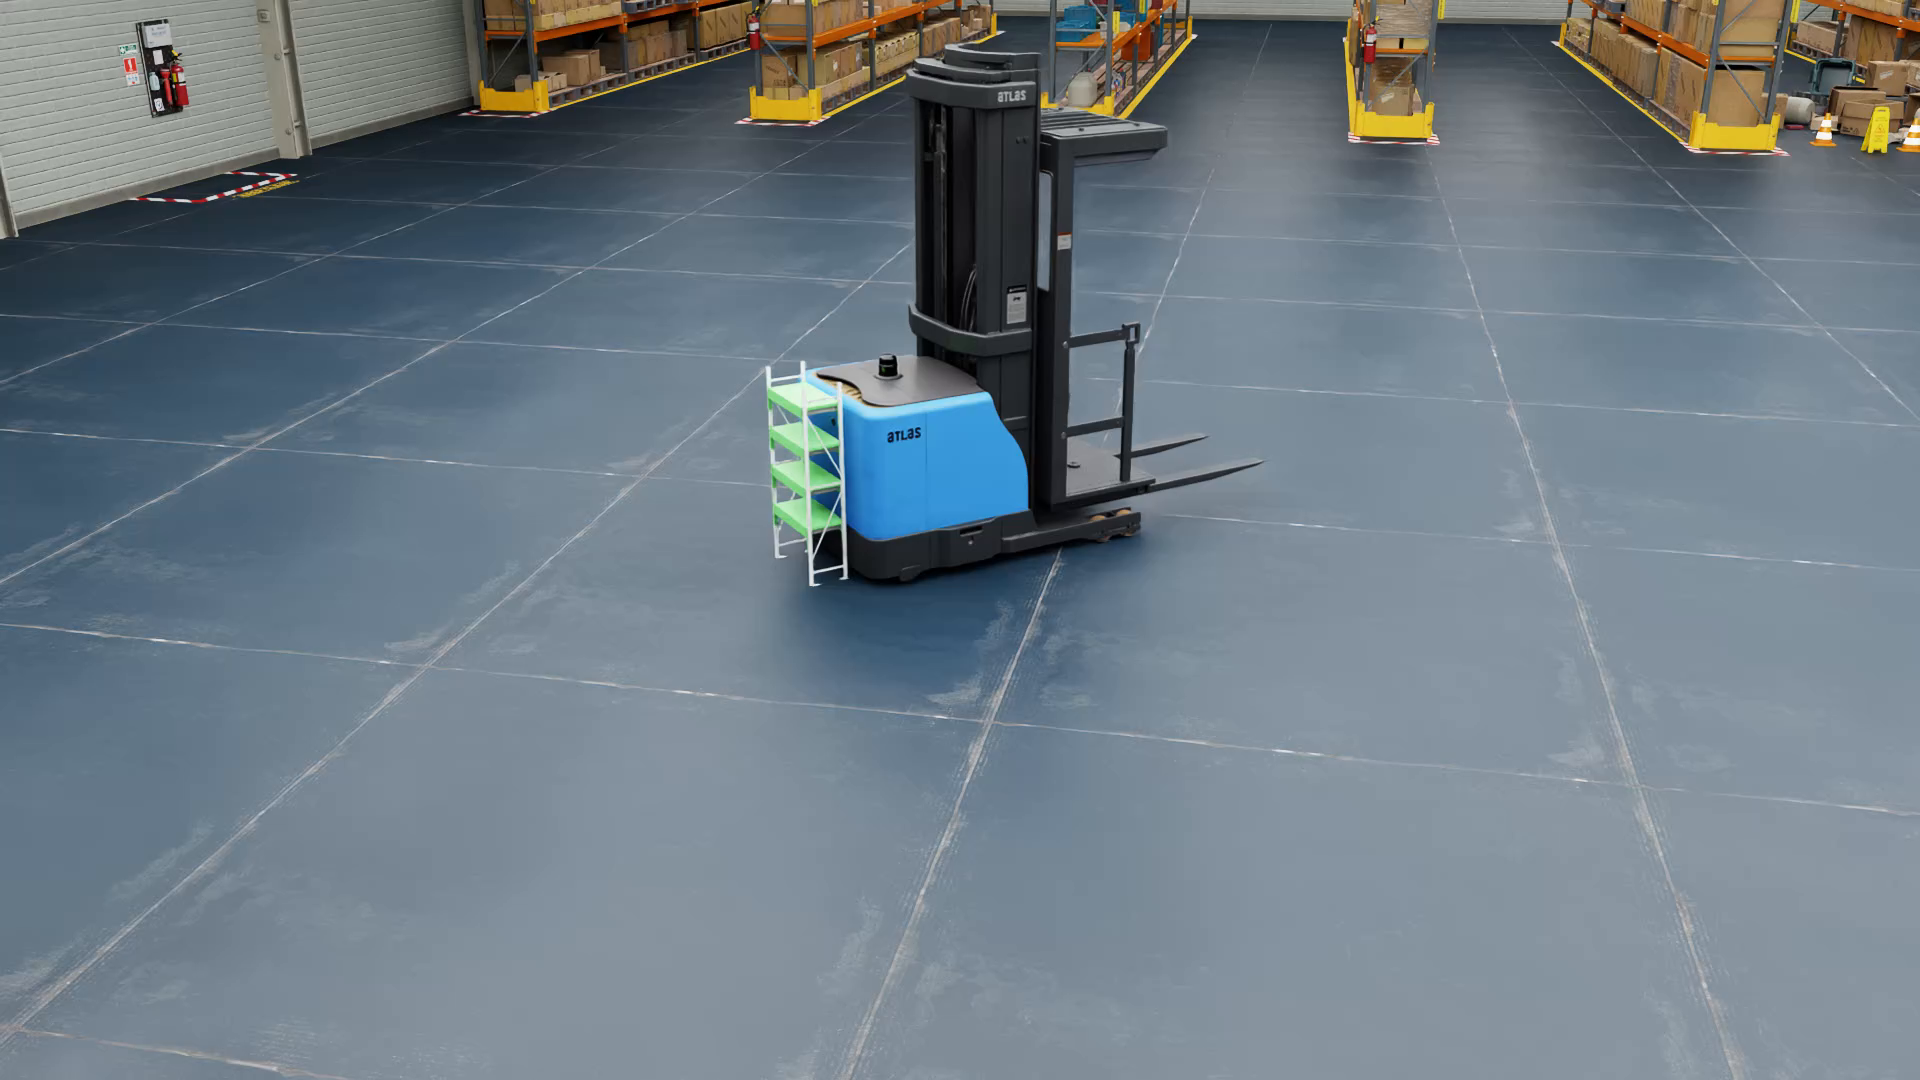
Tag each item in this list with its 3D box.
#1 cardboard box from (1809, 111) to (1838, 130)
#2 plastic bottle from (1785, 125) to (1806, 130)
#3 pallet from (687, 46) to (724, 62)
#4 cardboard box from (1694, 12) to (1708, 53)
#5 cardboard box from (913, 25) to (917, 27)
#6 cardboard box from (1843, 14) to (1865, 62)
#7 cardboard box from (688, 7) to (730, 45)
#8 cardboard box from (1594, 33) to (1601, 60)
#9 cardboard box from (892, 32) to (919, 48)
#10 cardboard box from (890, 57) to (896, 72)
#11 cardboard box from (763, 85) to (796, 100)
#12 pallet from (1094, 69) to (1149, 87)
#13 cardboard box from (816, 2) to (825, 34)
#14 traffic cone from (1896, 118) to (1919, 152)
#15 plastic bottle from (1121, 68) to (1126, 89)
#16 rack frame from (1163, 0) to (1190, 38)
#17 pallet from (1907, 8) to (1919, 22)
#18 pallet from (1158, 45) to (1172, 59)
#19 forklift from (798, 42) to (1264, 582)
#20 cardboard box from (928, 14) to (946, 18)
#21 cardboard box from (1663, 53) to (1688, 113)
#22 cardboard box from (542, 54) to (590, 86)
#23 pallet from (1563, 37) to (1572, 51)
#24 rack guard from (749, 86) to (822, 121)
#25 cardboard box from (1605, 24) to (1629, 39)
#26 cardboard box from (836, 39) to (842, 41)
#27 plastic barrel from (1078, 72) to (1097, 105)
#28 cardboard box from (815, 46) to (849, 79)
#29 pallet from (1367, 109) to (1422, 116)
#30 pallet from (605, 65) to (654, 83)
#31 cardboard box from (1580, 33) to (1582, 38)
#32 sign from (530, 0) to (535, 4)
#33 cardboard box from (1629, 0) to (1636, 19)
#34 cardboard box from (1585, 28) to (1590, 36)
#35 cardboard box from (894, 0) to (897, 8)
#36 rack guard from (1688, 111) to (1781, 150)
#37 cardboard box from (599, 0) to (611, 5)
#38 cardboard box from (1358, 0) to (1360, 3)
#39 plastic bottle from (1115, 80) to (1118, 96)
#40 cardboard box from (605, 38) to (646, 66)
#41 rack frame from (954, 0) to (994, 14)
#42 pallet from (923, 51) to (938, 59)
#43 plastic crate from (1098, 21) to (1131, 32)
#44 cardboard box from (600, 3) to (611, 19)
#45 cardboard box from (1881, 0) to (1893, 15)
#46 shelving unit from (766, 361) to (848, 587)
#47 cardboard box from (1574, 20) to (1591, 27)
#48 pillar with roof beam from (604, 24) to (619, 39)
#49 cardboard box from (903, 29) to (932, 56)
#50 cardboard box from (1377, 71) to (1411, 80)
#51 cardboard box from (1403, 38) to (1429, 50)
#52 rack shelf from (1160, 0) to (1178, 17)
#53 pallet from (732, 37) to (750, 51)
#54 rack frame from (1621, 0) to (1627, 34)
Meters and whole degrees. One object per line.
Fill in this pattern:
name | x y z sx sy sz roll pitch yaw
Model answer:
cardboard box | 13.885 -6.741 26.736 0.396 0.266 0.258 8 23 20
plastic bottle | 13.458 -6.648 26.779 0.283 0.061 0.133 -3 22 -8
pallet | -5.899 -10.778 36.833 1.003 0.211 1.213 4 22 11
cardboard box | 11.738 -7.727 25.324 0.875 0.550 0.550 4 22 11
cardboard box | -1.217 -11.007 36.425 0.500 0.500 0.500 4 22 9
cardboard box | 18.883 -10.340 34.295 0.875 0.875 0.875 5 23 13
cardboard box | -5.670 -11.566 37.371 0.750 0.750 0.750 4 22 11
cardboard box | 13.548 -10.296 34.687 0.500 0.500 0.500 5 23 13
cardboard box | -1.149 -10.382 34.484 0.500 0.311 0.500 5 22 12
cardboard box | -1.566 -9.374 32.733 0.500 0.250 0.500 4 22 9
cardboard box | -3.096 -7.625 28.390 0.500 0.250 0.500 4 22 11
pallet | 3.118 -9.015 32.456 1.003 0.211 1.213 4 22 11
cardboard box | -2.706 -8.896 28.292 0.700 0.500 0.500 5 22 12
traffic cone | 14.151 -6.014 24.667 0.336 0.463 0.334 4 22 11
plastic bottle | 2.899 -8.289 29.876 0.144 0.351 0.185 4 22 9
rack frame | 5.197 -13.960 41.000 1.000 3.000 0.127 4 22 11
pallet | 18.074 -9.543 30.291 1.213 0.211 1.003 4 22 11
pallet | 4.183 -10.924 37.196 1.003 0.211 1.213 4 22 11
forklift | 0.545 -1.503 10.161 3.031 2.935 1.130 -12 25 -28
cardboard box | -0.629 -12.150 39.264 0.500 0.500 0.500 4 22 11
cardboard box | 12.055 -7.433 27.076 0.875 0.875 0.875 5 22 11
cardboard box | -7.222 -8.627 30.516 0.700 0.500 0.500 3 22 8
pallet | 14.665 -11.551 38.753 1.003 0.211 1.213 4 22 11
rack guard | -2.921 -7.319 27.857 1.175 0.500 0.348 4 22 11
cardboard box | 13.343 -10.265 33.606 0.500 0.250 0.500 5 22 12
cardboard box | -2.501 -9.071 30.977 0.500 0.500 0.500 4 22 11
plastic barrel | 2.094 -7.579 27.924 0.421 0.512 0.421 0 22 0
cardboard box | -2.280 -8.482 29.513 0.500 0.500 0.500 4 22 11
pallet | 6.997 -6.759 26.854 1.003 0.211 1.213 4 22 11
pallet | -6.793 -9.318 33.206 1.003 0.211 1.213 4 22 11
cardboard box | 14.153 -11.329 37.323 0.380 0.149 0.250 3 22 8
sign | -7.235 -9.224 28.082 0.100 0.325 0.005 4 22 11
cardboard box | 12.792 -9.958 30.930 0.500 0.500 0.500 4 22 10
cardboard box | 13.896 -11.099 36.354 0.380 0.149 0.250 5 22 12
cardboard box | -1.489 -10.826 33.554 0.380 0.149 0.250 6 23 15
rack guard | 11.611 -6.147 24.948 1.175 0.500 0.348 4 22 11
cardboard box | -6.840 -10.234 30.920 0.500 0.500 0.500 4 22 11
cardboard box | 8.482 -11.274 34.198 0.500 0.500 0.500 4 22 9
plastic bottle | 2.698 -7.848 28.888 0.097 0.271 0.097 0 22 0
cardboard box | -6.760 -9.834 33.513 0.700 0.500 0.500 4 22 10
rack frame | 0.349 -14.339 41.941 1.000 3.000 0.127 4 22 11
pallet | -1.094 -10.389 35.868 1.003 0.211 1.213 4 22 11
plastic crate | 2.665 -8.836 28.630 0.530 0.136 0.437 4 22 11
cardboard box | -6.860 -9.888 31.064 0.500 0.250 0.500 5 22 11
cardboard box | 18.053 -10.224 31.925 0.500 0.250 0.500 5 22 12
shelving unit | -0.892 -0.387 9.706 0.258 1.200 0.503 -12 25 -27
cardboard box | 14.357 -11.860 38.245 0.380 0.149 0.250 3 22 8
pillar with roof beam | -3.031 -13.834 32.658 9.100 9.000 0.400 4 22 11
cardboard box | -0.911 -10.602 35.420 0.500 0.500 0.500 5 23 13
cardboard box | 7.317 -7.642 28.098 0.500 0.500 0.500 2 22 6
cardboard box | 7.073 -7.700 25.794 0.380 0.149 0.250 4 22 11
rack shelf | 3.973 -11.432 35.686 1.077 0.370 4.000 4 22 11
pallet | -5.401 -11.671 39.049 1.003 0.211 1.213 4 22 11
rack frame | 13.249 -10.241 31.767 1.000 3.000 0.127 4 22 11
